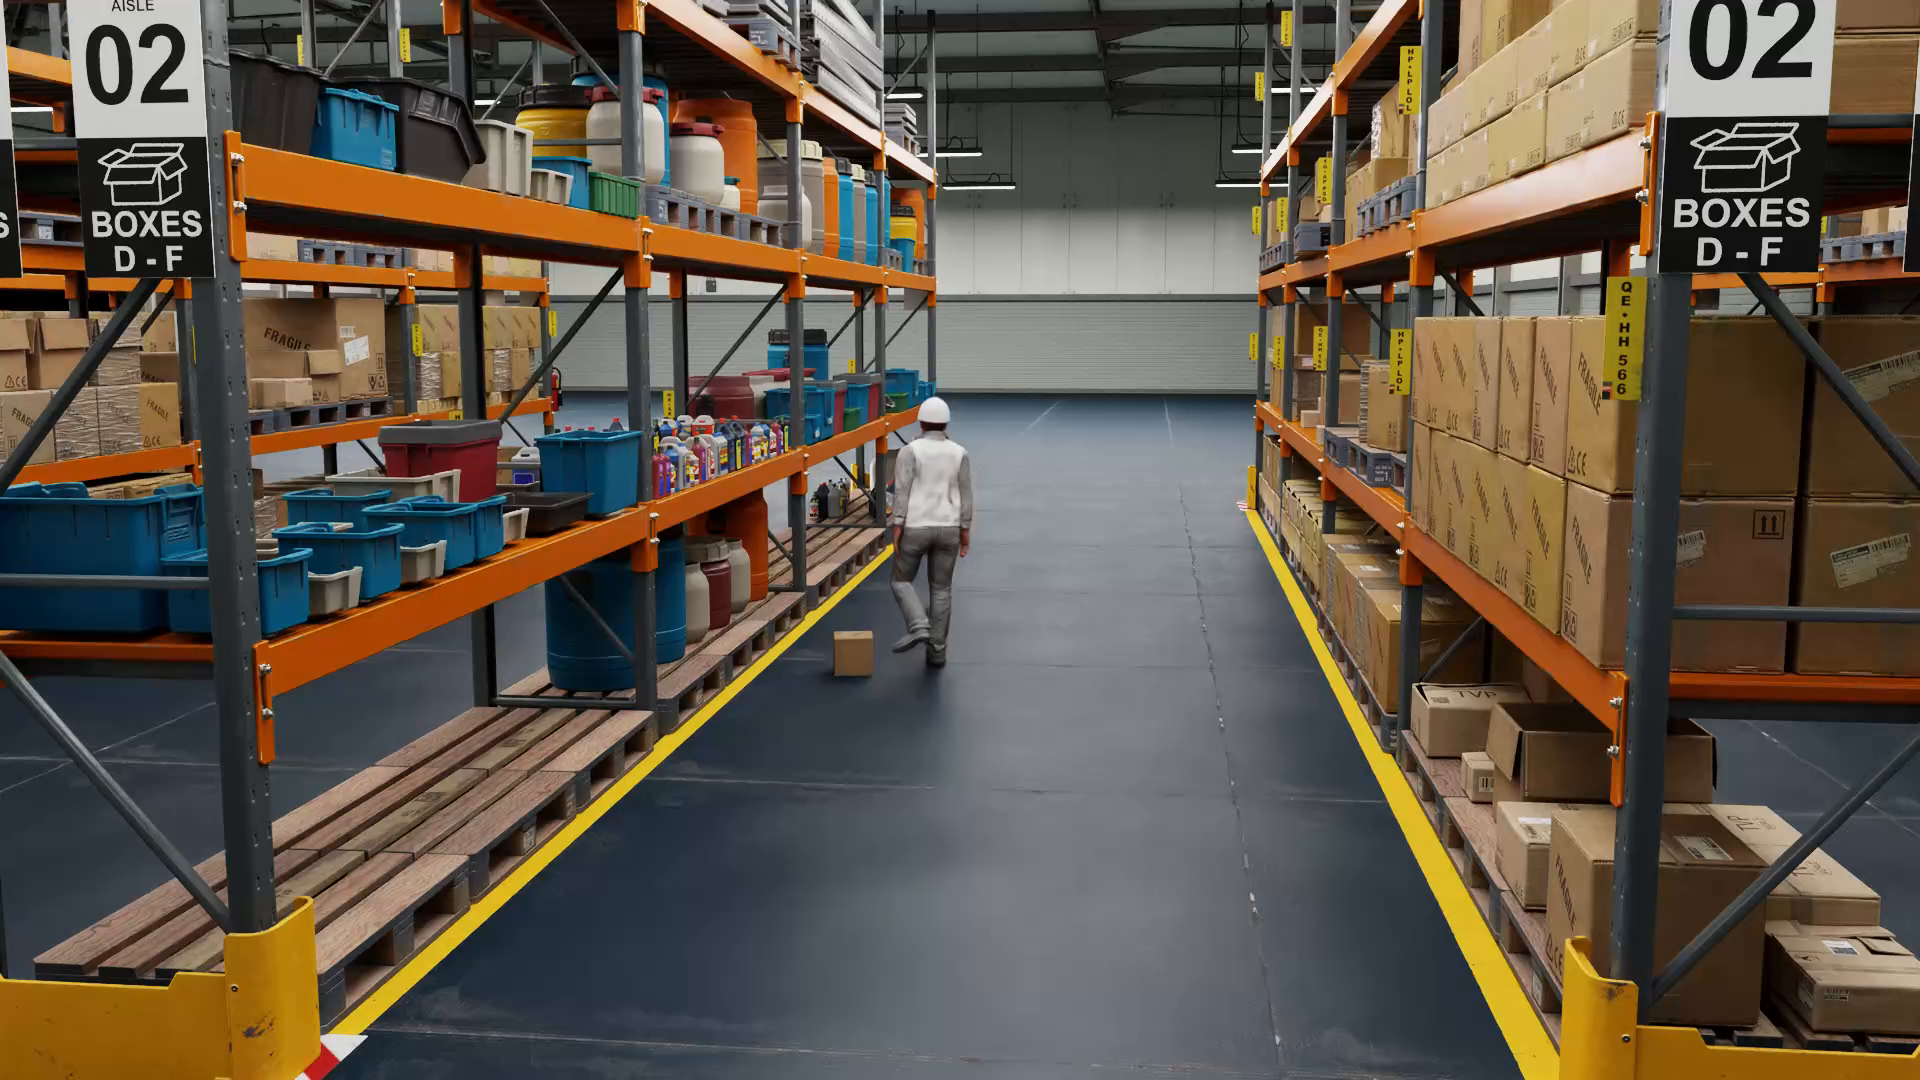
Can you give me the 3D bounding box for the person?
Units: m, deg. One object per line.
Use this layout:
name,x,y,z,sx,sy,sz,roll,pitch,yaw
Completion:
person,-0.192,-0.069,11.124,0.580,1.765,0.498,-2,8,-16
